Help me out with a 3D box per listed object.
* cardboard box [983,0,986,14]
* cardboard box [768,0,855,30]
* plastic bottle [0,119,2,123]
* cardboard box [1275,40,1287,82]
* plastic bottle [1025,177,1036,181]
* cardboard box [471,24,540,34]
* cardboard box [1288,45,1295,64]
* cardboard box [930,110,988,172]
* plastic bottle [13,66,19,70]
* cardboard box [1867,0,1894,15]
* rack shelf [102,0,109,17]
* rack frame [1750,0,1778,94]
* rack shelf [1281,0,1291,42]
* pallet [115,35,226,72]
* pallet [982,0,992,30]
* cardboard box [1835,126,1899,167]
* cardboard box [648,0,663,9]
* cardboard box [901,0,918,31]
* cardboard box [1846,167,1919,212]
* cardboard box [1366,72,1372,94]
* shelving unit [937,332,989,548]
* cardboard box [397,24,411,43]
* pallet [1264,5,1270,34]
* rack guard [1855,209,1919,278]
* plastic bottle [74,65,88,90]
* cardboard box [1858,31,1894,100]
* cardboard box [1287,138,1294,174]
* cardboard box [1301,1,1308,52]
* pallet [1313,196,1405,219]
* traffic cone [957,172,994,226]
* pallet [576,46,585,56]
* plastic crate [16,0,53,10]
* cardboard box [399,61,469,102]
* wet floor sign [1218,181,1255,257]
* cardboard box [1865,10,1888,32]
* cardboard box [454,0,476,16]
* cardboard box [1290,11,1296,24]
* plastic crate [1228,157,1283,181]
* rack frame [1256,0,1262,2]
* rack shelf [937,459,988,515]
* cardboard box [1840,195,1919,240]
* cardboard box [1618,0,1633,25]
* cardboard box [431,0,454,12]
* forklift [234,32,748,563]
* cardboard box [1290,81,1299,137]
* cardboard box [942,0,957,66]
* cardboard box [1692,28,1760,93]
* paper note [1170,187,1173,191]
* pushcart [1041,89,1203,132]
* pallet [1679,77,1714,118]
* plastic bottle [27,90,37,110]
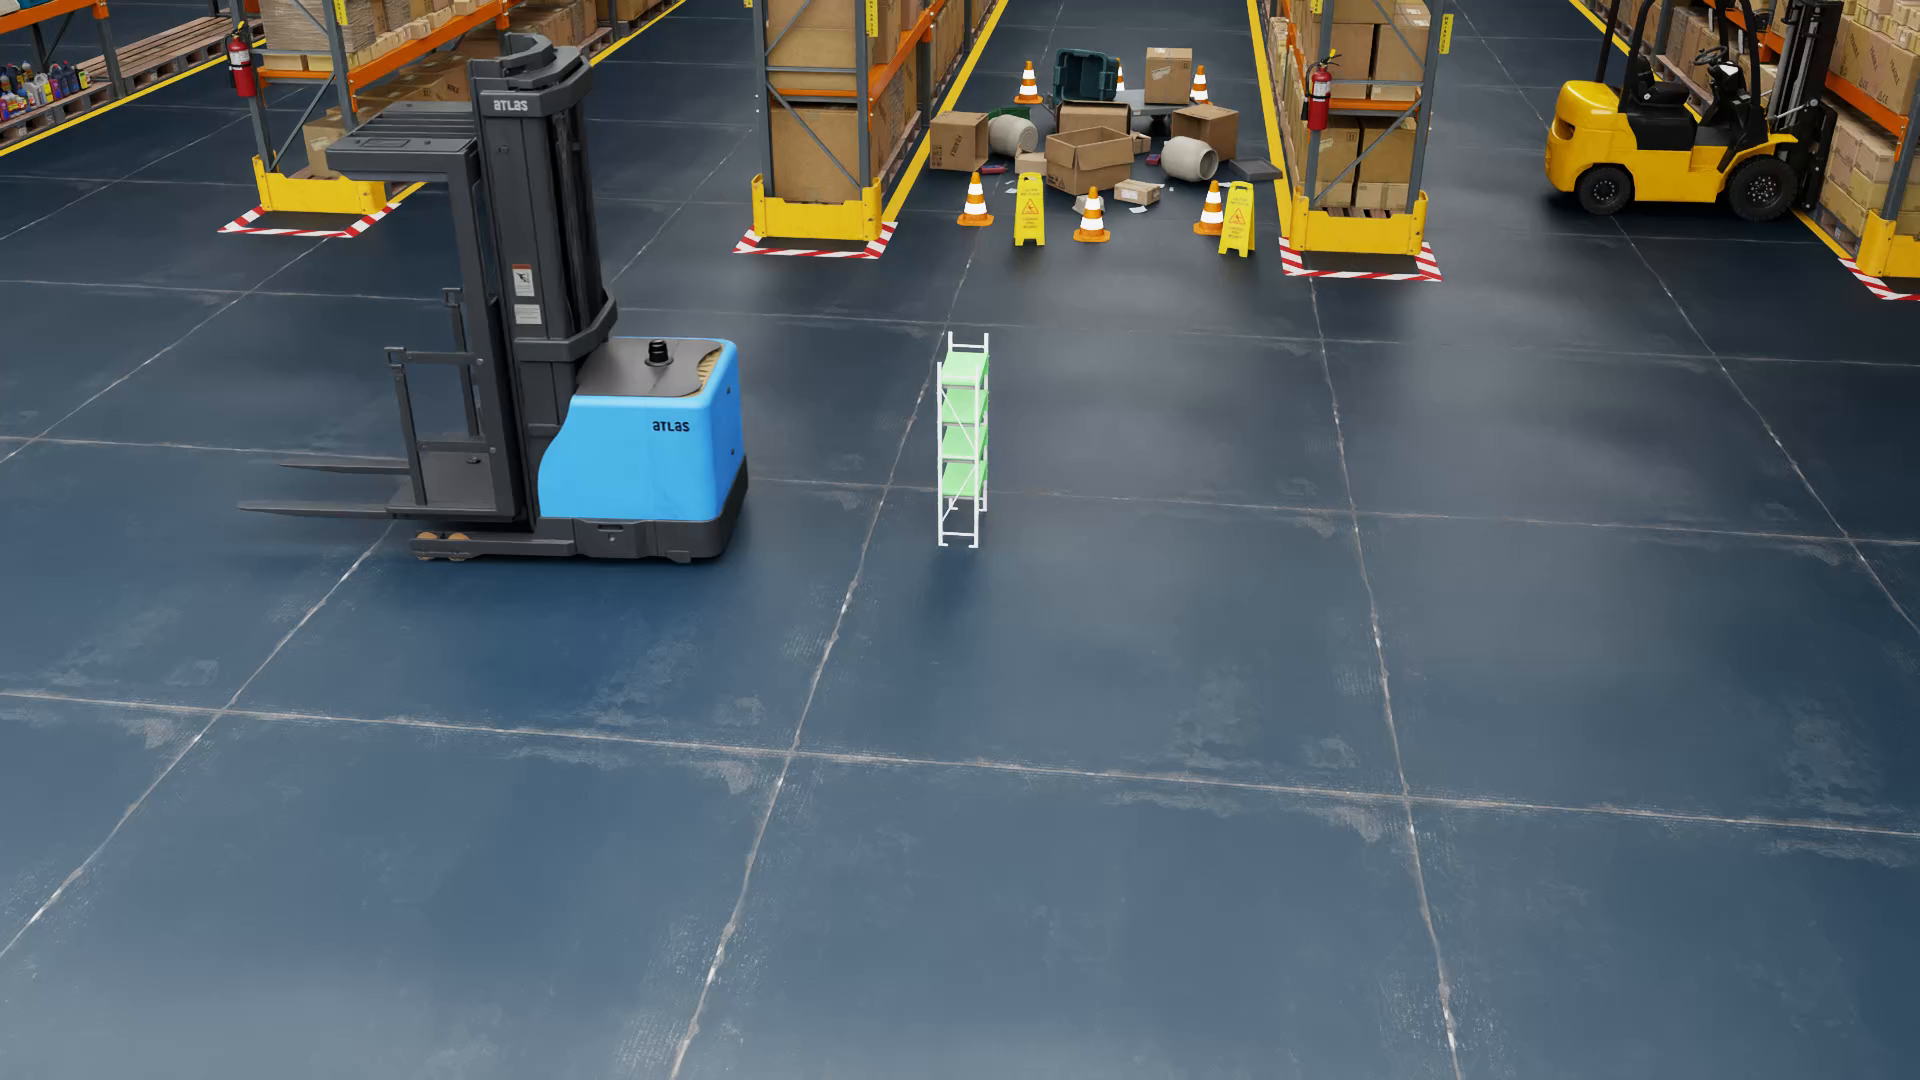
[{"bbox_3d":[0.112,-7.858,23.866,0.500,0.500,0.500,3,28,5],"label":"cardboard box"},{"bbox_3d":[-1.241,-4.925,14.932,0.875,0.550,0.550,3,28,6],"label":"cardboard box"},{"bbox_3d":[-10.607,-4.680,18.261,0.097,0.201,0.097,0,28,0],"label":"plastic bottle"},{"bbox_3d":[4.320,-5.795,20.171,0.950,0.372,0.625,4,29,8],"label":"cardboard box"},{"bbox_3d":[0.747,-3.672,17.002,0.133,0.061,0.283,-6,29,-11],"label":"plastic bottle"},{"bbox_3d":[-5.571,-6.034,20.459,0.700,0.500,0.500,3,28,6],"label":"cardboard box"},{"bbox_3d":[3.675,-5.126,17.584,0.380,0.149,0.250,4,29,7],"label":"cardboard box"},{"bbox_3d":[-0.006,-4.204,17.523,0.500,0.500,0.500,8,29,15],"label":"cardboard box"},{"bbox_3d":[-11.147,-5.434,19.581,0.152,0.276,0.135,4,29,8],"label":"plastic bottle"},{"bbox_3d":[8.392,-4.810,14.913,0.380,0.149,0.250,4,29,7],"label":"cardboard box"},{"bbox_3d":[-10.415,-7.342,21.474,1.077,0.370,4.000,3,28,6],"label":"rack shelf"},{"bbox_3d":[9.017,-5.567,17.420,1.000,3.000,0.127,3,28,6],"label":"rack frame"},{"bbox_3d":[4.335,-6.478,19.871,1.077,0.370,4.000,3,28,6],"label":"rack shelf"},{"bbox_3d":[-10.456,-6.437,21.977,1.003,0.211,1.213,3,28,6],"label":"pallet"},{"bbox_3d":[-0.095,-7.689,24.300,1.003,0.211,1.213,3,28,6],"label":"pallet"},{"bbox_3d":[8.331,-3.574,15.124,0.500,0.250,0.500,4,29,7],"label":"cardboard box"},{"bbox_3d":[-5.033,-8.305,24.300,1.225,0.875,0.875,3,29,6],"label":"cardboard box"},{"bbox_3d":[-0.913,-5.725,17.556,0.875,0.550,0.550,3,28,6],"label":"cardboard box"},{"bbox_3d":[8.276,-3.126,14.818,0.500,0.250,0.500,3,28,6],"label":"cardboard box"},{"bbox_3d":[3.864,-4.128,15.014,0.380,0.149,0.250,4,29,7],"label":"cardboard box"},{"bbox_3d":[0.020,-0.606,10.110,0.258,1.200,0.503,3,28,6],"label":"shelving unit"},{"bbox_3d":[-5.817,-5.145,16.902,0.380,0.149,0.250,3,28,6],"label":"cardboard box"},{"bbox_3d":[4.904,-7.448,23.853,1.003,0.211,1.213,3,28,6],"label":"pallet"},{"bbox_3d":[8.524,-2.572,14.497,1.175,0.500,0.348,3,28,6],"label":"rack guard"},{"bbox_3d":[-10.392,-5.469,19.640,0.061,0.283,0.133,5,29,9],"label":"plastic bottle"},{"bbox_3d":[8.400,-4.219,14.812,0.500,0.500,0.500,4,29,8],"label":"cardboard box"},{"bbox_3d":[3.562,-3.831,16.655,0.500,0.250,0.500,2,28,4],"label":"cardboard box"},{"bbox_3d":[3.524,-4.888,15.741,0.500,0.500,0.500,3,28,6],"label":"cardboard box"},{"bbox_3d":[3.744,-3.159,15.891,1.003,0.211,1.213,3,28,6],"label":"pallet"},{"bbox_3d":[0.150,-3.261,15.816,0.336,0.463,0.334,3,28,6],"label":"traffic cone"},{"bbox_3d":[-5.504,-6.144,21.432,1.003,0.211,1.213,3,28,6],"label":"pallet"},{"bbox_3d":[-10.527,-6.115,18.595,0.499,0.251,0.616,3,28,6],"label":"plastic crate"},{"bbox_3d":[-5.896,-5.058,18.668,0.500,0.500,0.500,13,31,22],"label":"cardboard box"},{"bbox_3d":[2.515,-2.907,14.965,0.267,0.644,0.232,14,31,24],"label":"wet floor sign"},{"bbox_3d":[8.413,-4.678,14.981,0.380,0.149,0.250,2,28,5],"label":"cardboard box"},{"bbox_3d":[-5.530,-5.845,18.202,0.380,0.149,0.250,3,28,6],"label":"cardboard box"},{"bbox_3d":[3.733,-5.613,17.772,0.380,0.149,0.250,3,28,6],"label":"cardboard box"},{"bbox_3d":[3.084,-3.877,17.362,0.402,0.080,0.583,-6,29,-11],"label":"plastic crate"},{"bbox_3d":[5.071,-9.619,24.942,1.000,3.000,0.127,3,28,6],"label":"rack frame"},{"bbox_3d":[0.020,-0.339,10.254,0.258,0.148,0.480,3,28,6],"label":"rack shelf"},{"bbox_3d":[8.271,-2.898,14.923,0.500,0.250,0.500,4,29,7],"label":"cardboard box"},{"bbox_3d":[9.524,-7.473,23.151,0.500,0.500,0.500,2,28,4],"label":"cardboard box"},{"bbox_3d":[-5.919,-5.922,17.660,0.875,0.500,0.500,3,28,6],"label":"cardboard box"},{"bbox_3d":[-2.903,-1.410,9.776,3.031,2.935,1.130,2,28,3],"label":"forklift"},{"bbox_3d":[3.631,-4.399,16.919,0.500,0.500,0.500,5,29,9],"label":"cardboard box"},{"bbox_3d":[-0.612,-6.478,21.041,1.050,0.750,0.750,4,29,7],"label":"cardboard box"},{"bbox_3d":[9.263,-5.671,19.675,0.875,0.625,0.625,2,28,4],"label":"cardboard box"},{"bbox_3d":[2.141,-3.552,16.833,0.032,0.001,0.123,3,28,6],"label":"paper note"},{"bbox_3d":[1.821,-4.808,18.777,1.648,0.377,0.936,-6,29,-11],"label":"pushcart"},{"bbox_3d":[9.216,-5.264,19.799,1.003,0.211,1.213,3,28,6],"label":"pallet"},{"bbox_3d":[-10.528,-4.983,18.824,0.097,0.201,0.097,0,28,0],"label":"plastic bottle"}]
